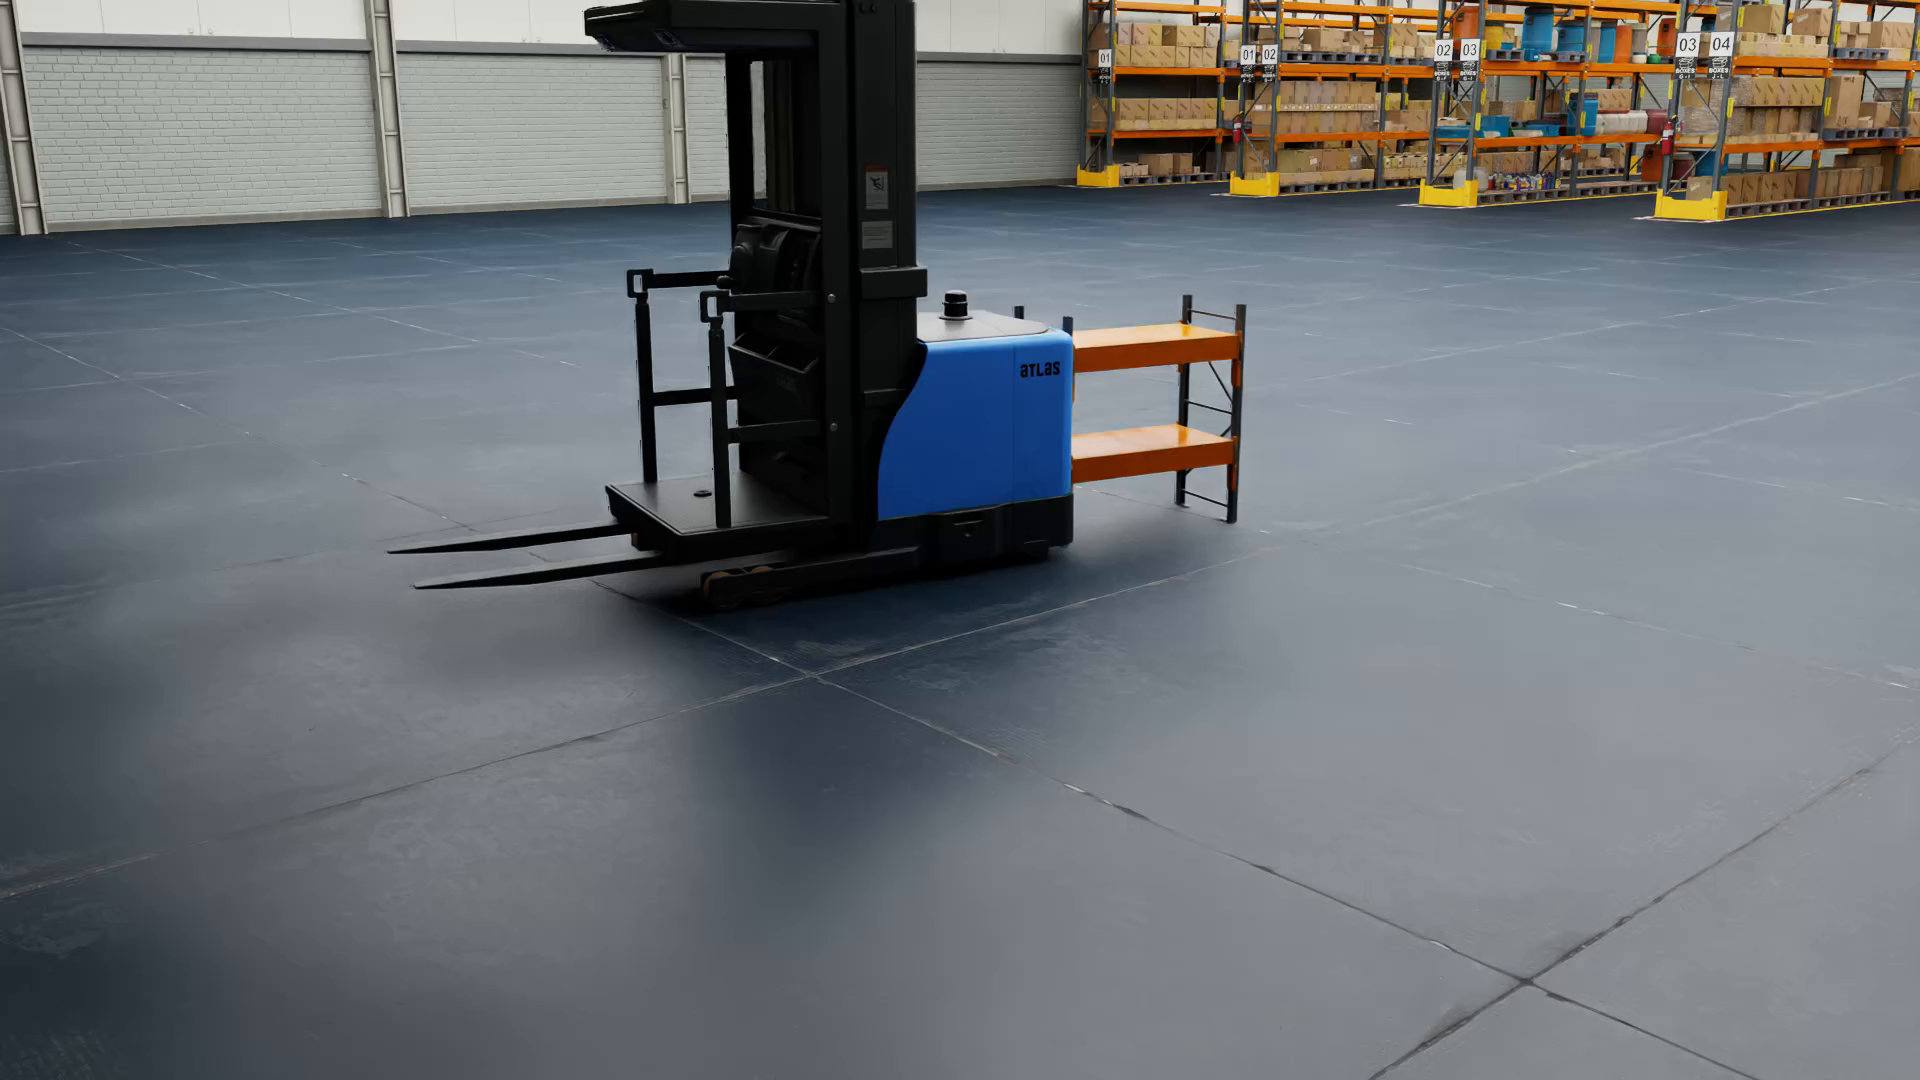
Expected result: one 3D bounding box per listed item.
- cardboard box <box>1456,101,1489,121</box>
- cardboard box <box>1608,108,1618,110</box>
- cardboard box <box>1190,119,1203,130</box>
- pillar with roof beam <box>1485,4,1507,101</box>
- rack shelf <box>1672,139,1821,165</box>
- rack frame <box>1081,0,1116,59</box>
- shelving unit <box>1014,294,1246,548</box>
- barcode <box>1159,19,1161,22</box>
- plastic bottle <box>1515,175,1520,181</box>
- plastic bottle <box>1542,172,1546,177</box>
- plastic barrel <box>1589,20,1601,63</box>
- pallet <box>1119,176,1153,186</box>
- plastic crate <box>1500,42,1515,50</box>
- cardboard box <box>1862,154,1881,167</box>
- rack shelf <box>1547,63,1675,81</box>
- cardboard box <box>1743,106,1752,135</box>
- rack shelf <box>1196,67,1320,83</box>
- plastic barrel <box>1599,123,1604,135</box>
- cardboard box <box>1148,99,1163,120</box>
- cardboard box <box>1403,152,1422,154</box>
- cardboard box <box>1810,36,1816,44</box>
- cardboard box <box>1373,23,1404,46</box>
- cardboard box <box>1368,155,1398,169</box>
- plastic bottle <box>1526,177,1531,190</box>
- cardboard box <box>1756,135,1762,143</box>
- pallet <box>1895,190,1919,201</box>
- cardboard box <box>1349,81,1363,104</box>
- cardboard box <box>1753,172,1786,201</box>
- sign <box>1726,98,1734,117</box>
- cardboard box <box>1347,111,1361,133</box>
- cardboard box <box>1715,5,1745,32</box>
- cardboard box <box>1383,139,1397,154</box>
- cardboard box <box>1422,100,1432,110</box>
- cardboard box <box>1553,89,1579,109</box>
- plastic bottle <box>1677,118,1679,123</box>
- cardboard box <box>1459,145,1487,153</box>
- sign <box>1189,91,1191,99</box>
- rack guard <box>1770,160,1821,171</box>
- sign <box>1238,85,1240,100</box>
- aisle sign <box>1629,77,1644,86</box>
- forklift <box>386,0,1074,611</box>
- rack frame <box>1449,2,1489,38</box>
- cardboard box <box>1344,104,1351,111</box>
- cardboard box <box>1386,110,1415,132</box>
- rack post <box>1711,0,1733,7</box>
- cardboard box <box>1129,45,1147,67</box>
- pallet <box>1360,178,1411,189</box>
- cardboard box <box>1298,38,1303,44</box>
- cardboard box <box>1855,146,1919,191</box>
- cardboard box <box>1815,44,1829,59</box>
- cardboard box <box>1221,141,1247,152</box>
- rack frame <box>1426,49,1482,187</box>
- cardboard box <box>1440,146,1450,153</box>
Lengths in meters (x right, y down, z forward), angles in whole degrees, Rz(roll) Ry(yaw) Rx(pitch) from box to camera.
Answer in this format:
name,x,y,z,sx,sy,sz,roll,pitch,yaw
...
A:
name,x,y,z,sx,sy,sz,roll,pitch,yaw
cardboard box,13.008,-10.895,42.218,0.700,0.500,0.500,8,17,28
cardboard box,17.713,-11.618,45.738,0.500,0.500,0.500,-12,19,-39
cardboard box,5.795,-10.516,42.060,0.500,0.250,0.500,-13,19,-39
pillar with roof beam,19.682,-15.520,48.916,0.400,9.000,9.100,-13,19,-39
rack shelf,14.580,-7.222,30.869,4.000,0.370,1.077,-13,19,-39
rack frame,3.317,-13.022,39.564,0.127,3.000,1.000,-13,19,-39
shelving unit,0.849,-0.625,8.411,1.048,1.125,0.538,-8,17,-27
barcode,5.004,-13.017,41.674,0.075,0.075,0.001,-13,19,-39
plastic bottle,11.926,-7.663,35.560,0.097,0.271,0.097,0,15,0
plastic bottle,12.446,-7.668,35.426,0.185,0.351,0.144,-13,19,-39
plastic barrel,13.572,-10.803,36.098,0.600,0.901,0.600,0,15,0
pallet,4.010,-8.920,41.236,1.213,0.211,1.003,-13,19,-39
plastic crate,11.061,-10.018,34.161,0.575,0.384,0.392,-13,19,-39
cardboard box,18.621,-7.834,34.304,0.500,0.250,0.500,-12,19,-37
rack shelf,14.347,-10.313,36.628,4.000,0.370,1.077,-13,19,-39
cardboard box,13.803,-7.619,30.190,0.500,0.500,0.875,-13,19,-39
rack shelf,7.843,-12.242,43.849,4.000,0.370,1.077,-13,19,-39
plastic barrel,13.937,-9.000,36.400,0.301,0.262,0.301,0,15,0
cardboard box,4.648,-10.614,40.971,0.500,0.500,0.500,-13,20,-41
cardboard box,11.242,-9.452,41.253,0.500,0.311,0.500,-13,20,-41
cardboard box,15.640,-9.280,30.884,0.250,0.149,0.380,-14,20,-42
cardboard box,10.080,-11.876,39.111,0.500,0.500,0.500,-12,19,-39
cardboard box,10.064,-9.004,39.576,0.500,0.311,0.500,-13,19,-39
plastic bottle,11.879,-7.445,34.745,0.097,0.271,0.097,0,15,0
cardboard box,14.382,-7.324,30.345,0.250,0.149,0.380,-13,19,-39
pallet,19.751,-7.358,35.386,1.213,0.211,1.003,-13,19,-39
cardboard box,8.878,-10.350,38.479,0.500,0.500,0.700,-13,20,-39
cardboard box,15.334,-6.745,31.720,0.500,0.500,0.500,-6,16,-22
sign,13.428,-7.543,29.001,0.005,0.325,0.100,-13,19,-39
cardboard box,8.865,-9.719,38.629,0.500,0.500,0.700,-13,20,-40
cardboard box,14.075,-9.425,30.172,0.500,0.500,0.500,-13,19,-39
cardboard box,11.964,-11.185,47.665,0.750,0.750,0.750,-12,19,-39
cardboard box,13.344,-12.513,48.701,0.700,0.700,0.980,-13,20,-41
cardboard box,16.164,-11.749,44.292,0.500,0.500,0.500,-12,19,-38
plastic bottle,17.130,-9.944,39.762,0.185,0.351,0.144,-13,19,-39
cardboard box,13.198,-10.097,42.776,0.500,0.250,0.500,-12,19,-37
sign,5.967,-11.468,43.128,0.005,0.325,0.100,-13,19,-39
rack guard,21.900,-9.704,43.612,0.348,0.500,1.175,-13,19,-39
sign,6.226,-9.942,36.954,0.005,0.325,0.100,-13,19,-39
aisle sign,18.894,-13.078,46.362,0.004,0.787,0.394,-13,19,-39
forklift,-1.005,-1.269,7.320,3.031,2.935,1.130,-8,17,-27
rack frame,12.607,-13.414,41.029,0.127,3.000,1.000,-13,19,-39
cardboard box,8.756,-9.939,38.198,0.250,0.149,0.380,-13,20,-40
cardboard box,10.576,-10.102,40.063,0.500,0.500,0.500,-11,18,-35
rack post,17.429,-12.517,38.642,0.954,0.300,0.937,-10,18,-33
cardboard box,4.162,-11.723,40.280,0.500,0.500,0.500,-11,19,-36
pallet,10.119,-8.623,40.122,1.213,0.211,1.003,-13,19,-39
cardboard box,7.687,-11.177,37.557,0.500,0.311,0.500,-10,18,-33
cardboard box,19.641,-7.875,35.224,0.875,0.875,1.225,-14,20,-42
cardboard box,15.917,-9.157,31.197,0.500,0.250,0.500,-12,19,-37
cardboard box,7.209,-10.372,43.805,0.500,0.250,0.500,-13,20,-41
rack frame,9.820,-8.195,33.118,0.127,3.000,1.000,-13,19,-39
cardboard box,14.168,-11.521,49.600,0.500,0.500,0.700,-13,20,-41
